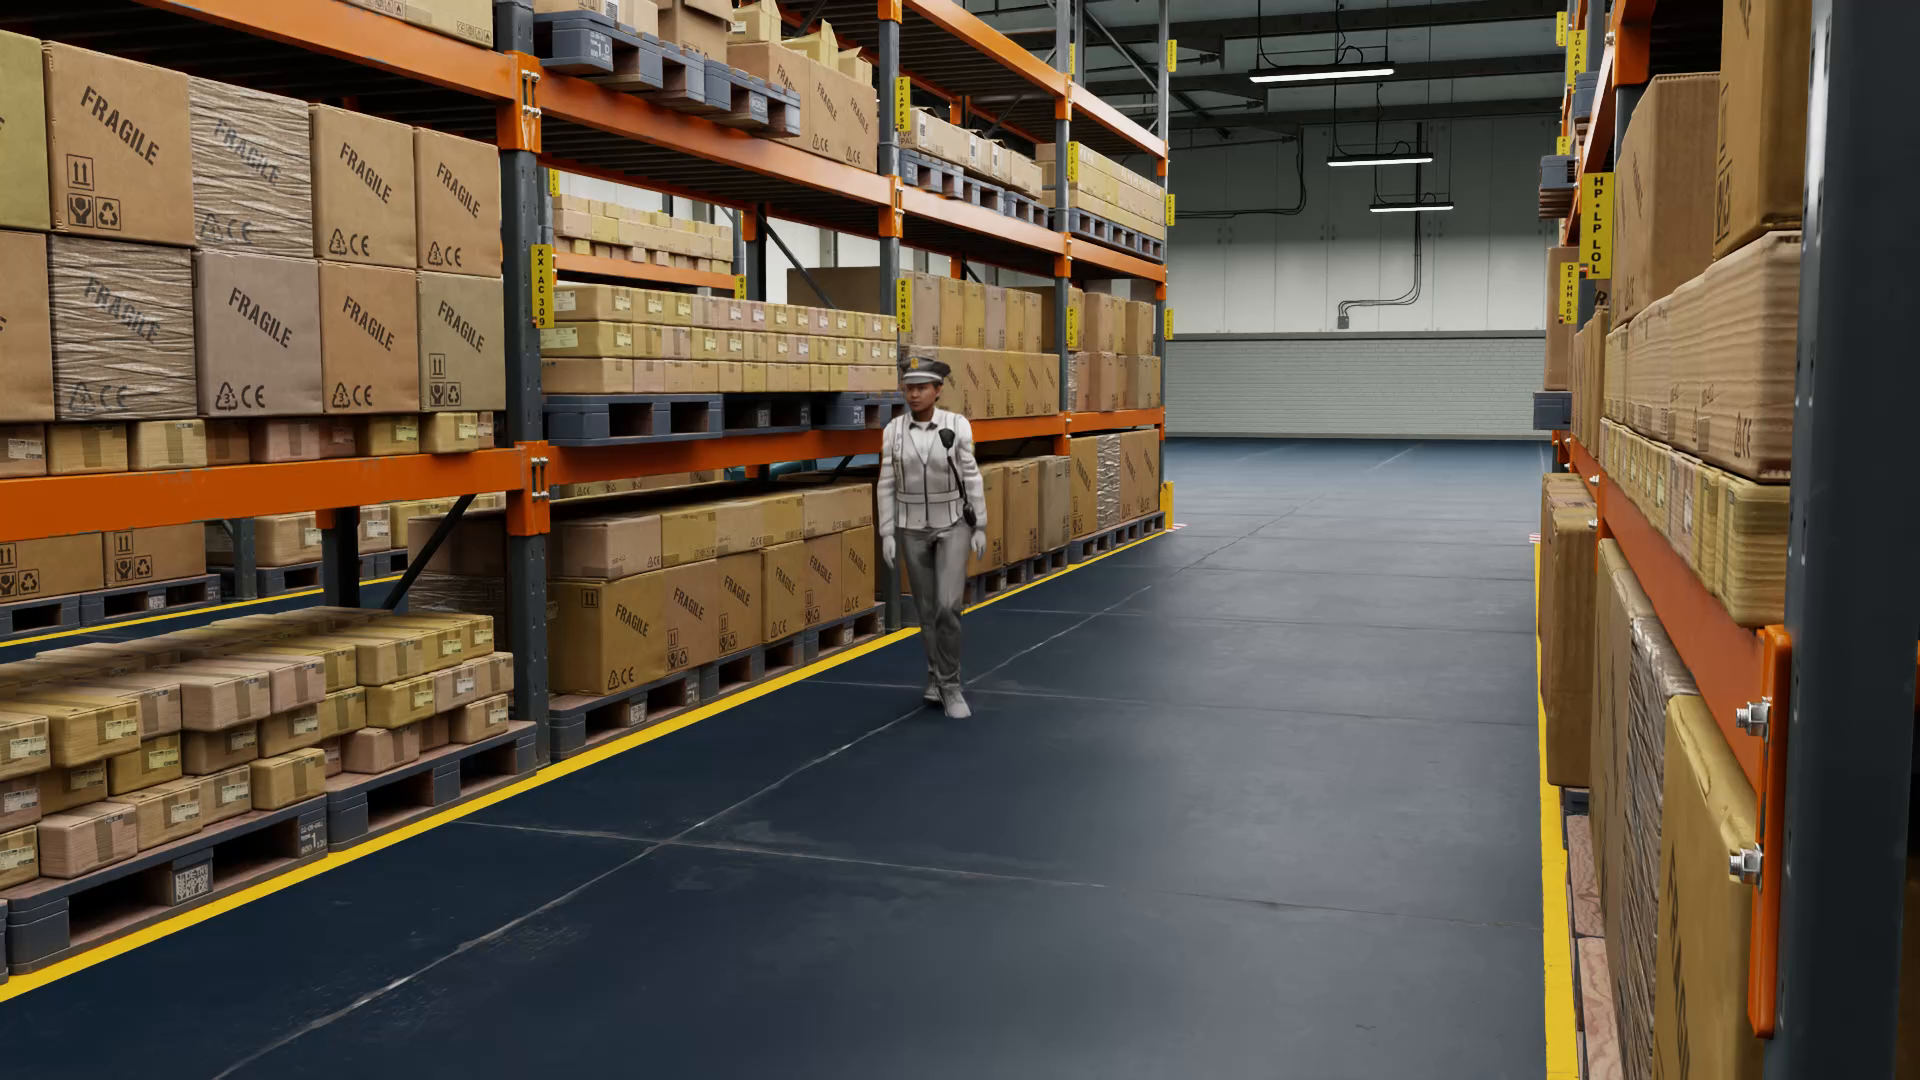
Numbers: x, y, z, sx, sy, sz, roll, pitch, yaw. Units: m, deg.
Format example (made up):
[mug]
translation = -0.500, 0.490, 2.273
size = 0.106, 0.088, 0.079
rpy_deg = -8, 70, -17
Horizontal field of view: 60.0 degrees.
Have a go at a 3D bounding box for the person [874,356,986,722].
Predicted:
[person]
translation = -0.144, -0.002, 7.903
size = 0.512, 1.729, 0.580
rpy_deg = 1, 5, 14
